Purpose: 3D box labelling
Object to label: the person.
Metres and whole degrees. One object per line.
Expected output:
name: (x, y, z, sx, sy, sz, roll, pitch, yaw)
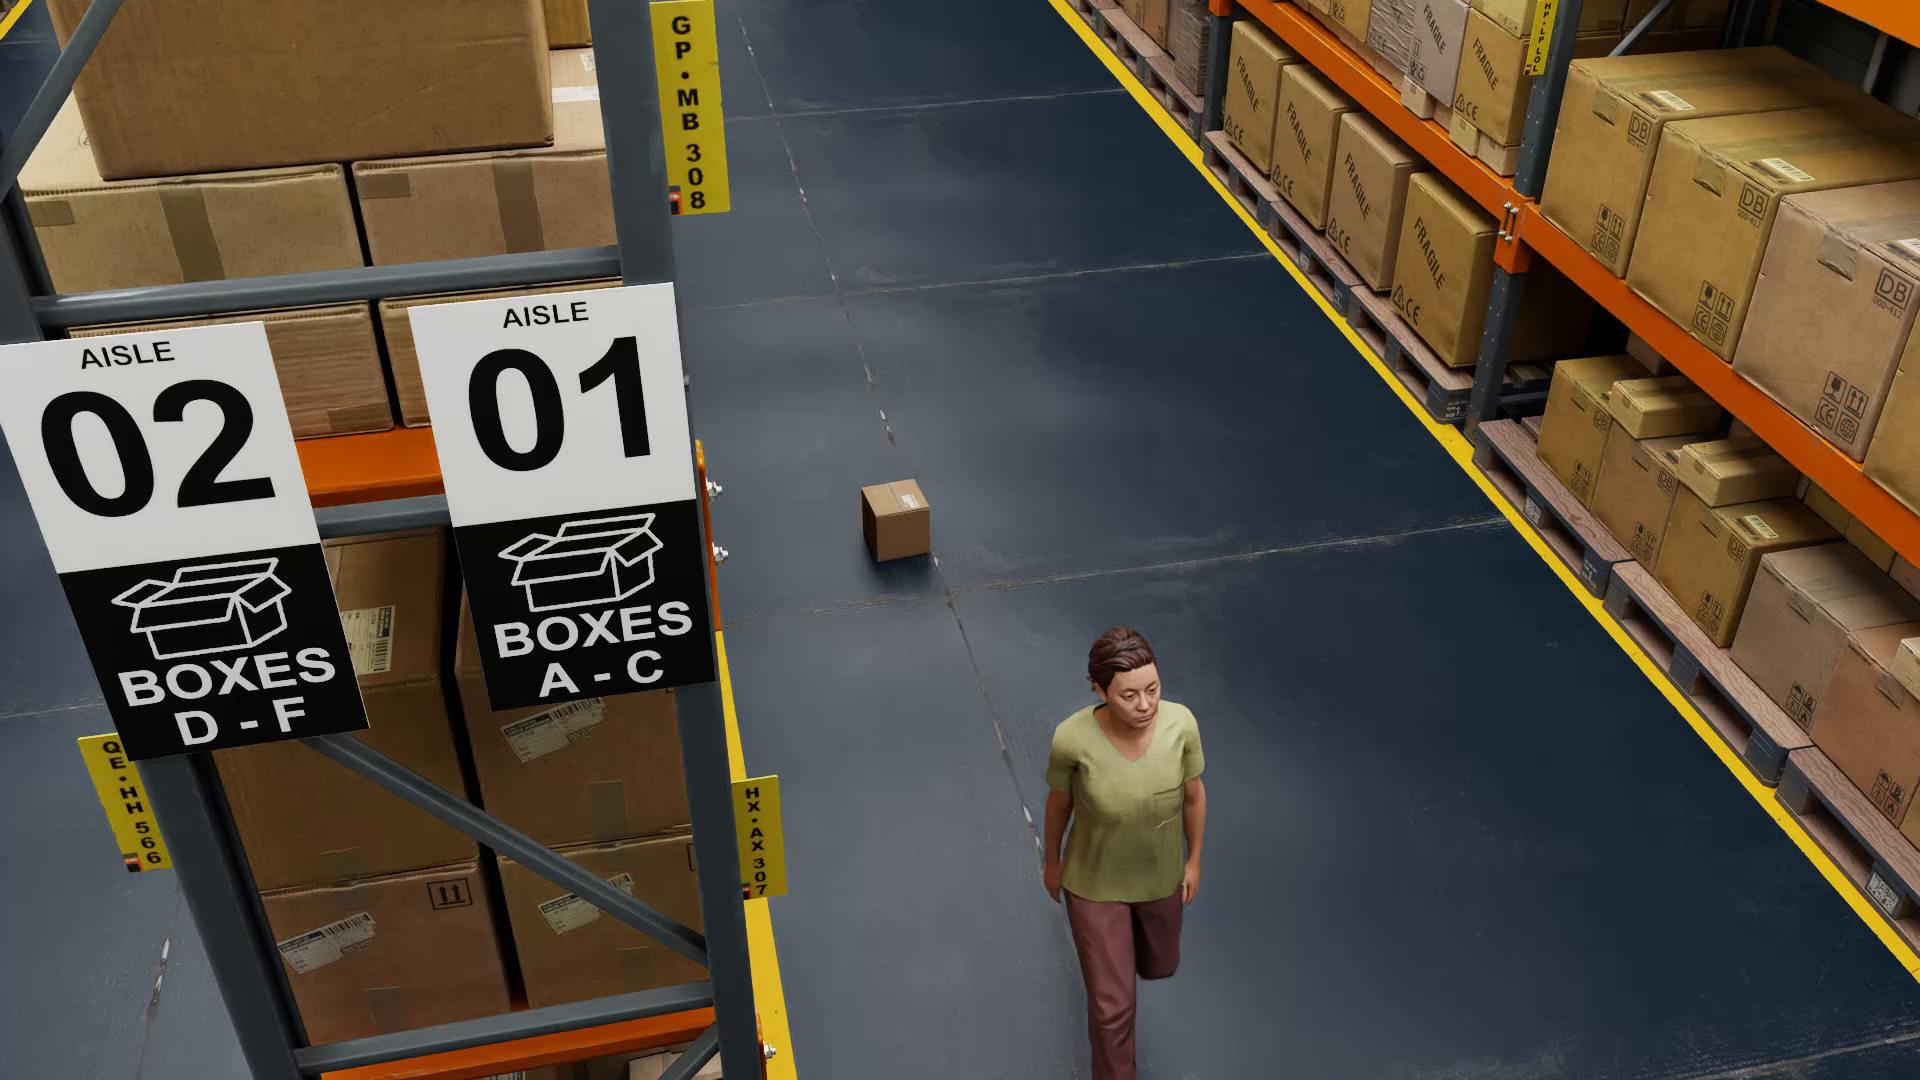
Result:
person: (0.469, 0.928, 4.781, 0.453, 1.638, 0.838, -7, 35, -10)
